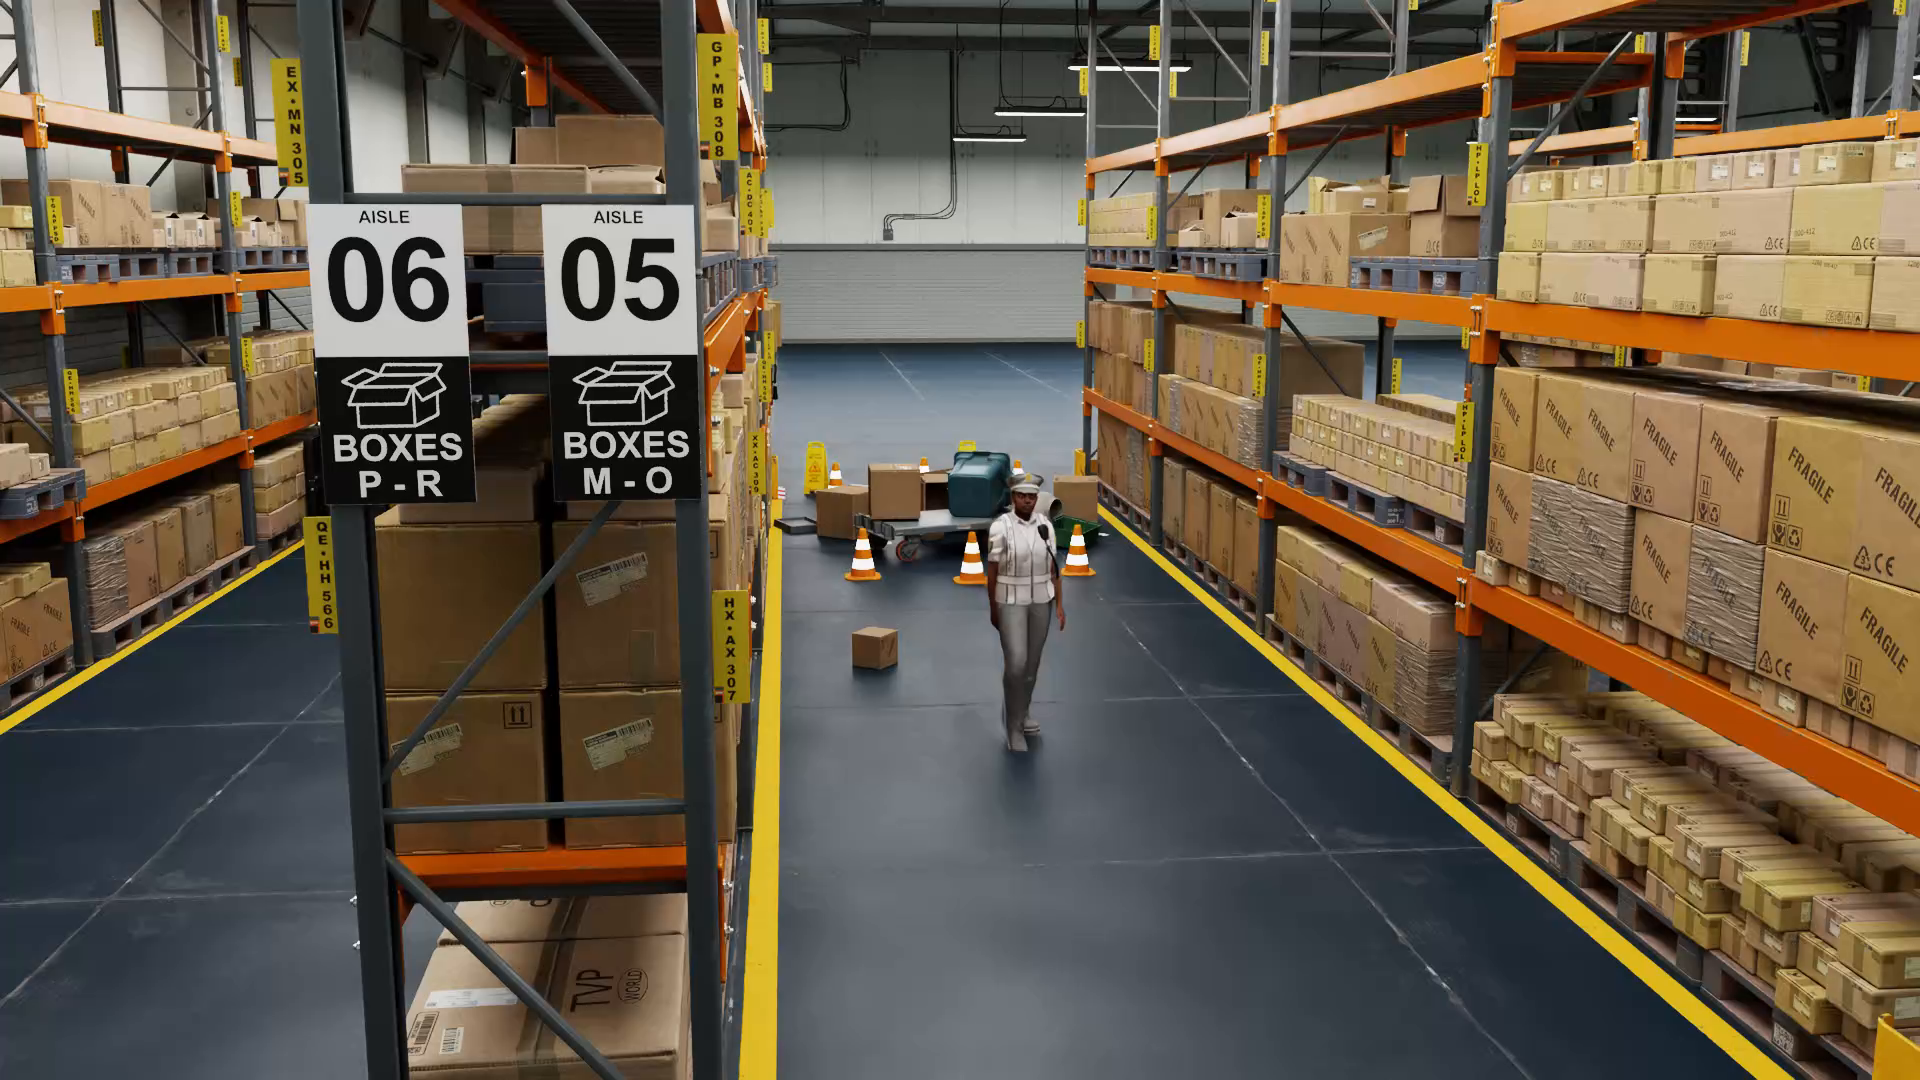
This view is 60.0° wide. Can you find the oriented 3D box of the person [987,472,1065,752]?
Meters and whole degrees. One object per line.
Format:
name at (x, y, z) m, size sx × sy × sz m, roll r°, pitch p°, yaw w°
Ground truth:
person at (0.422, 0.448, 10.411) m, size 0.442 × 1.762 × 0.534 m, roll -4°, pitch 11°, yaw -21°
